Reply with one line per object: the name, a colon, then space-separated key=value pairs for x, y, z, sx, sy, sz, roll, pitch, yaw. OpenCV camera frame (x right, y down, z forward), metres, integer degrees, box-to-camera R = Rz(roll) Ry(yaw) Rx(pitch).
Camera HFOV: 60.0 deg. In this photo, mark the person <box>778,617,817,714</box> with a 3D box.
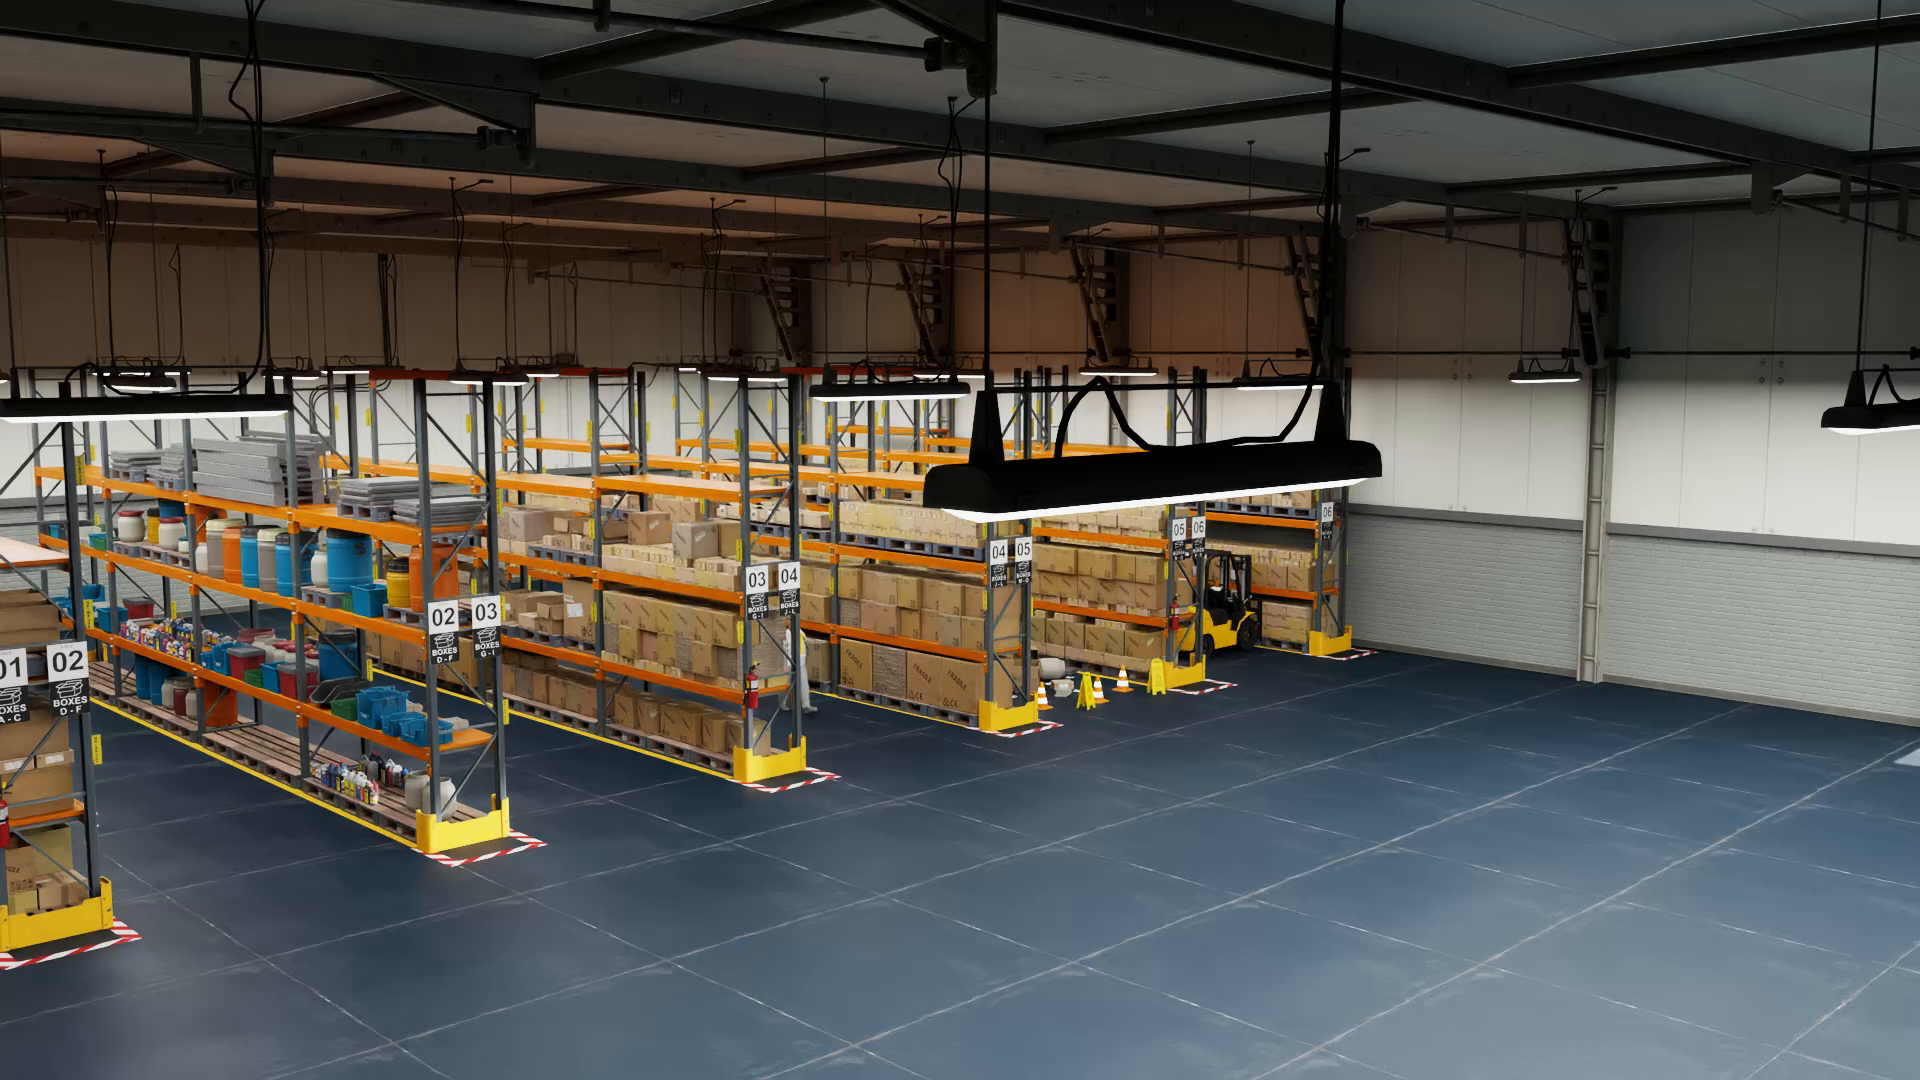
person: x=-2.887 y=2.184 z=29.130 sx=0.593 sy=1.709 sz=0.955 roll=-5 pitch=8 yaw=-36
